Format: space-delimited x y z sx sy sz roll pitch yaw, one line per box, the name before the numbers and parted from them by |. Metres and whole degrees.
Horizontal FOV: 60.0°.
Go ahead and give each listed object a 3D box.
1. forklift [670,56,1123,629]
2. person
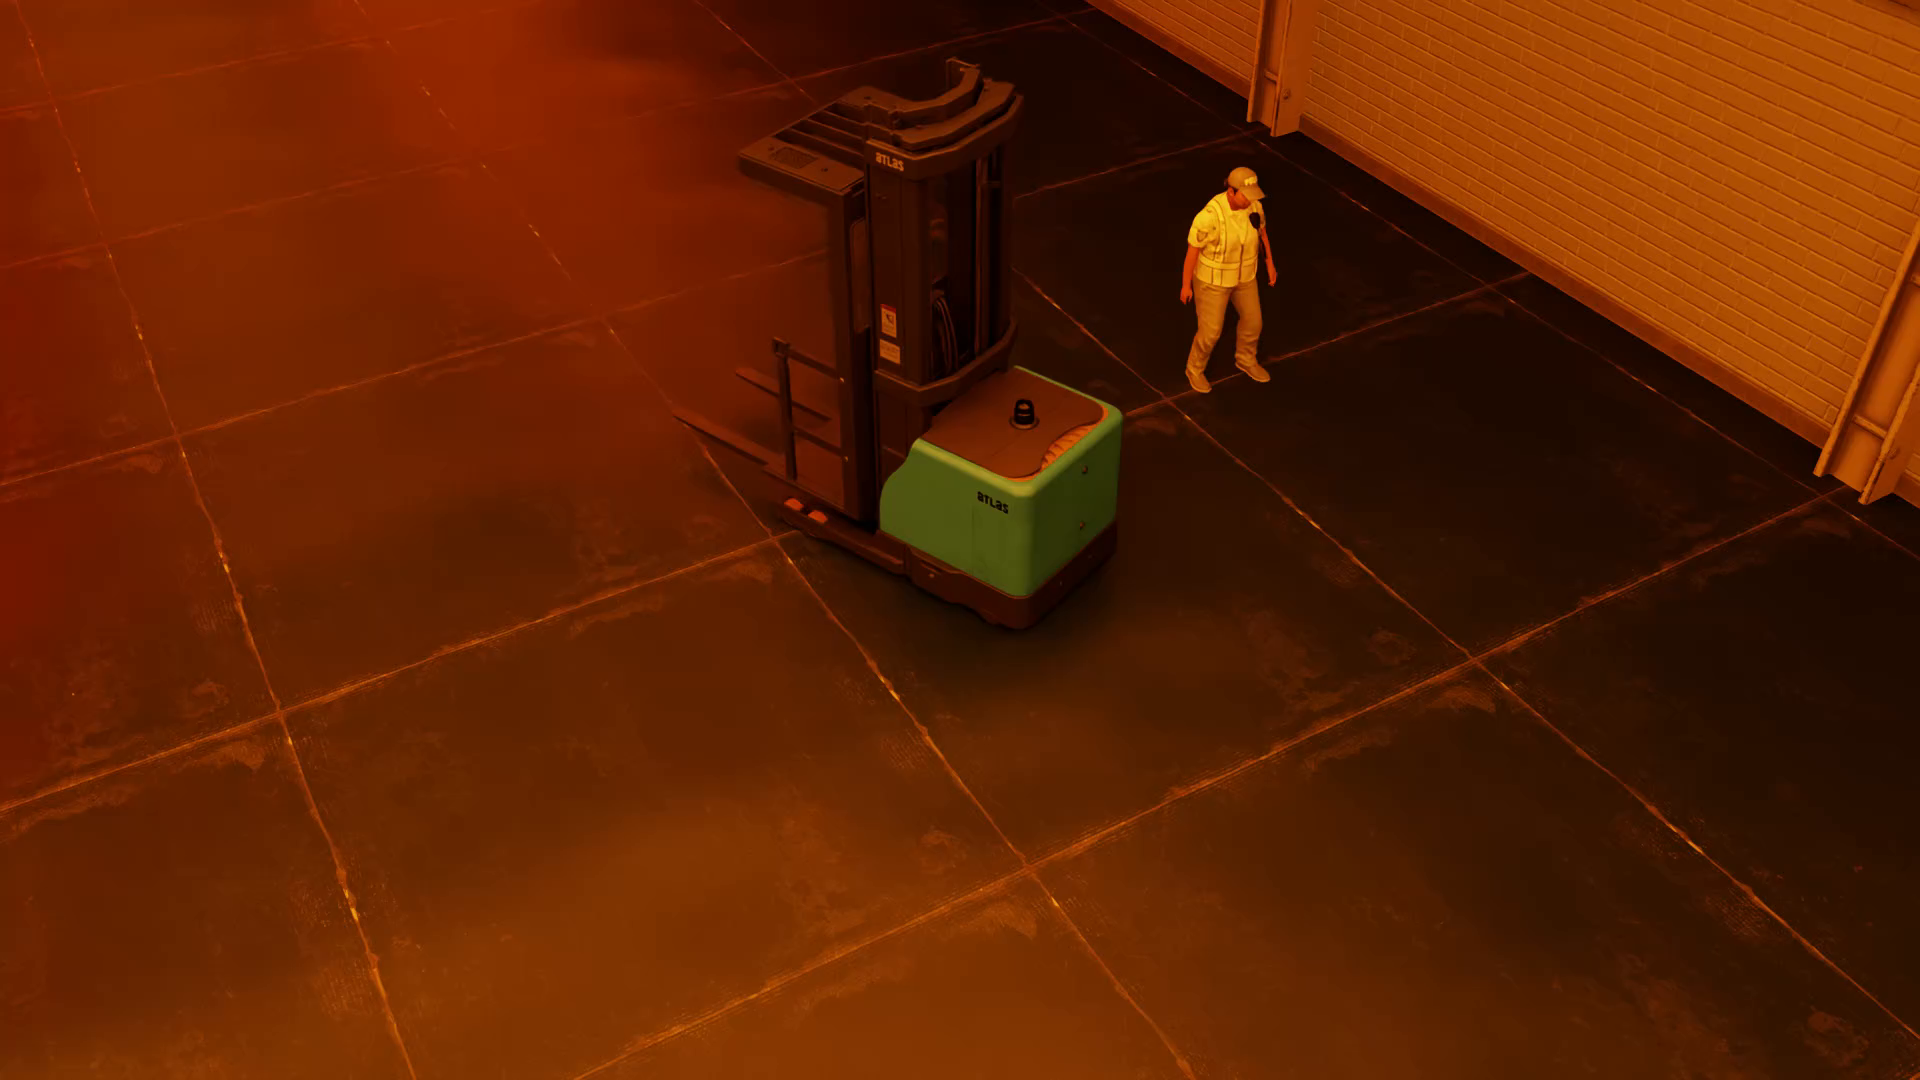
forklift | -0.521 -1.385 9.706 3.031 2.935 1.130 26 46 28
person | 1.808 -1.762 11.170 0.691 1.646 0.433 -18 43 -20
